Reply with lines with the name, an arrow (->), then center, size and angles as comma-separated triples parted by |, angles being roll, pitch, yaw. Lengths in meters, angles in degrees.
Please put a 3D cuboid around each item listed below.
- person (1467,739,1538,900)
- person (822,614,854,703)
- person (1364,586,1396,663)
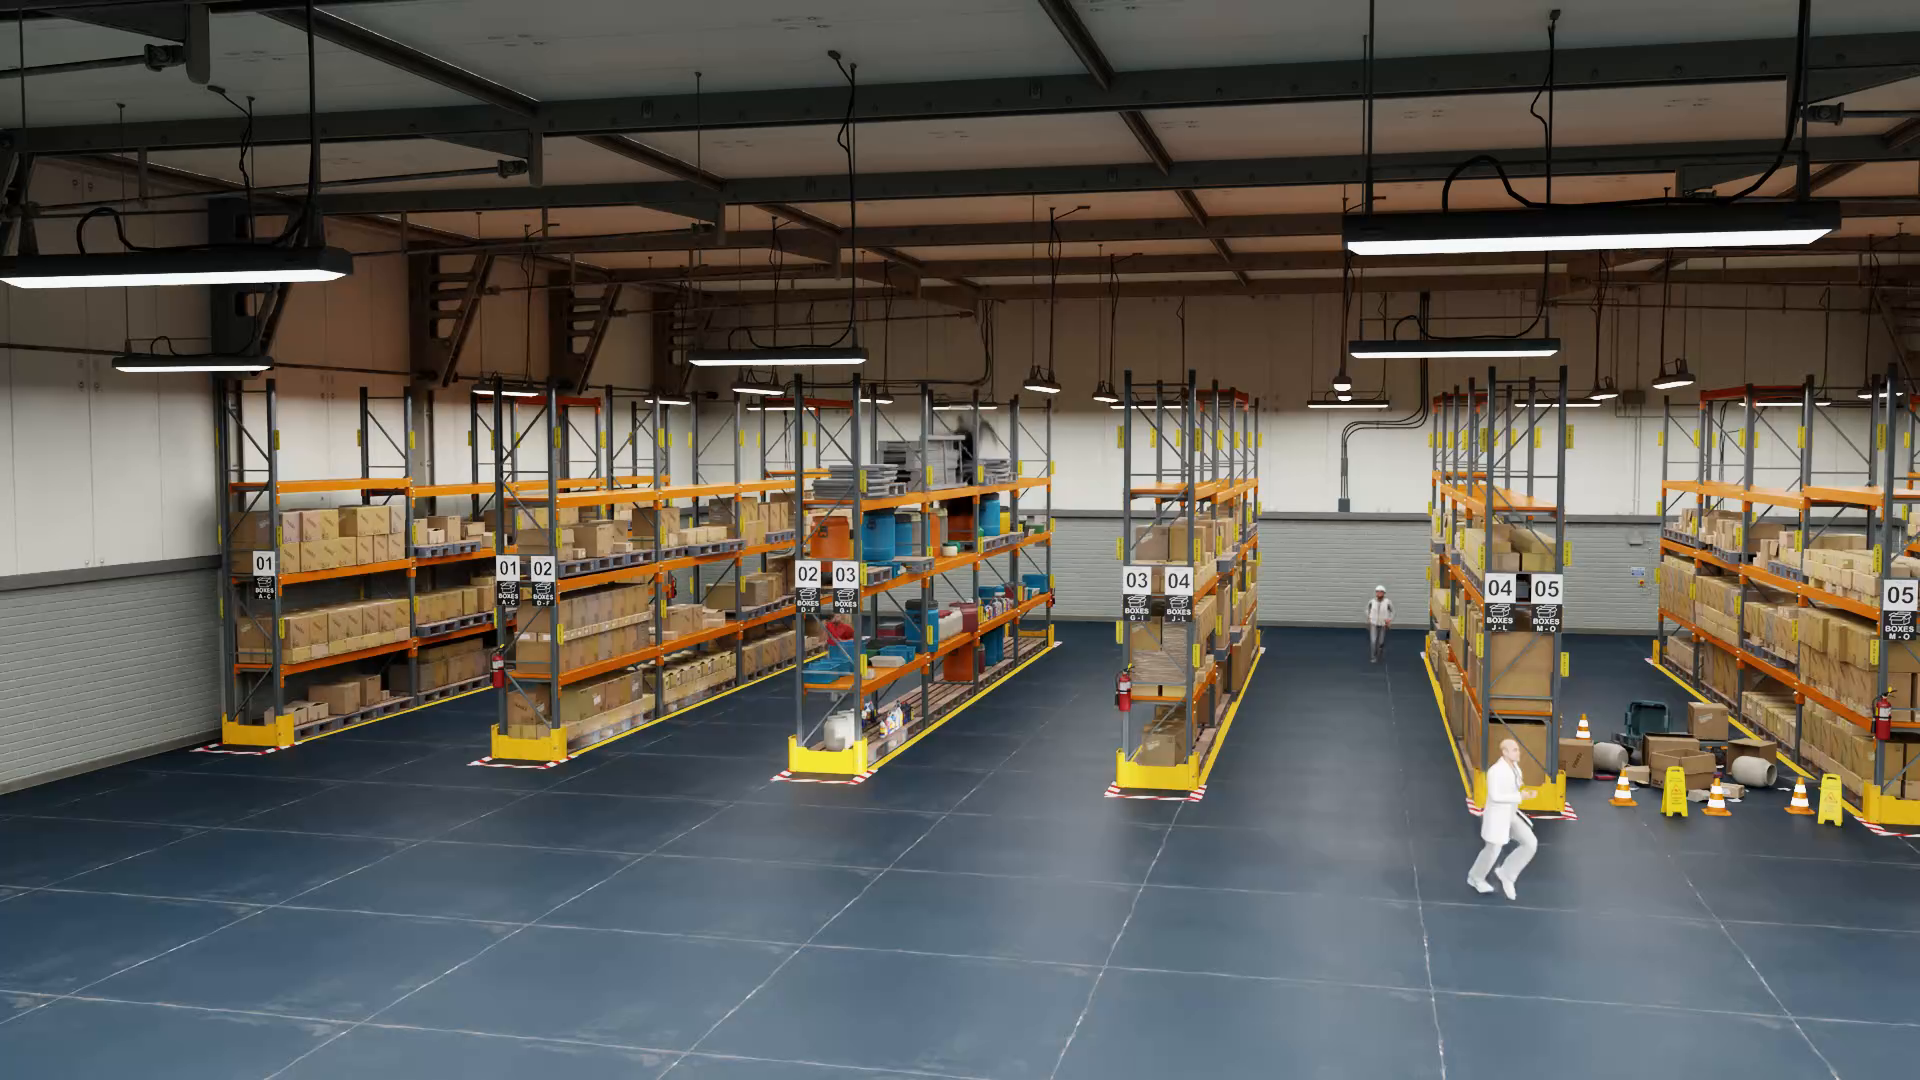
person -> 5.919, 3.028, 18.109 | 0.753, 1.763, 0.880 | -3, 5, -41
person -> -2.351, 2.239, 32.006 | 0.686, 1.777, 0.874 | 1, 3, 10
person -> 9.512, 1.896, 37.660 | 0.701, 1.739, 0.651 | 1, 4, 21
